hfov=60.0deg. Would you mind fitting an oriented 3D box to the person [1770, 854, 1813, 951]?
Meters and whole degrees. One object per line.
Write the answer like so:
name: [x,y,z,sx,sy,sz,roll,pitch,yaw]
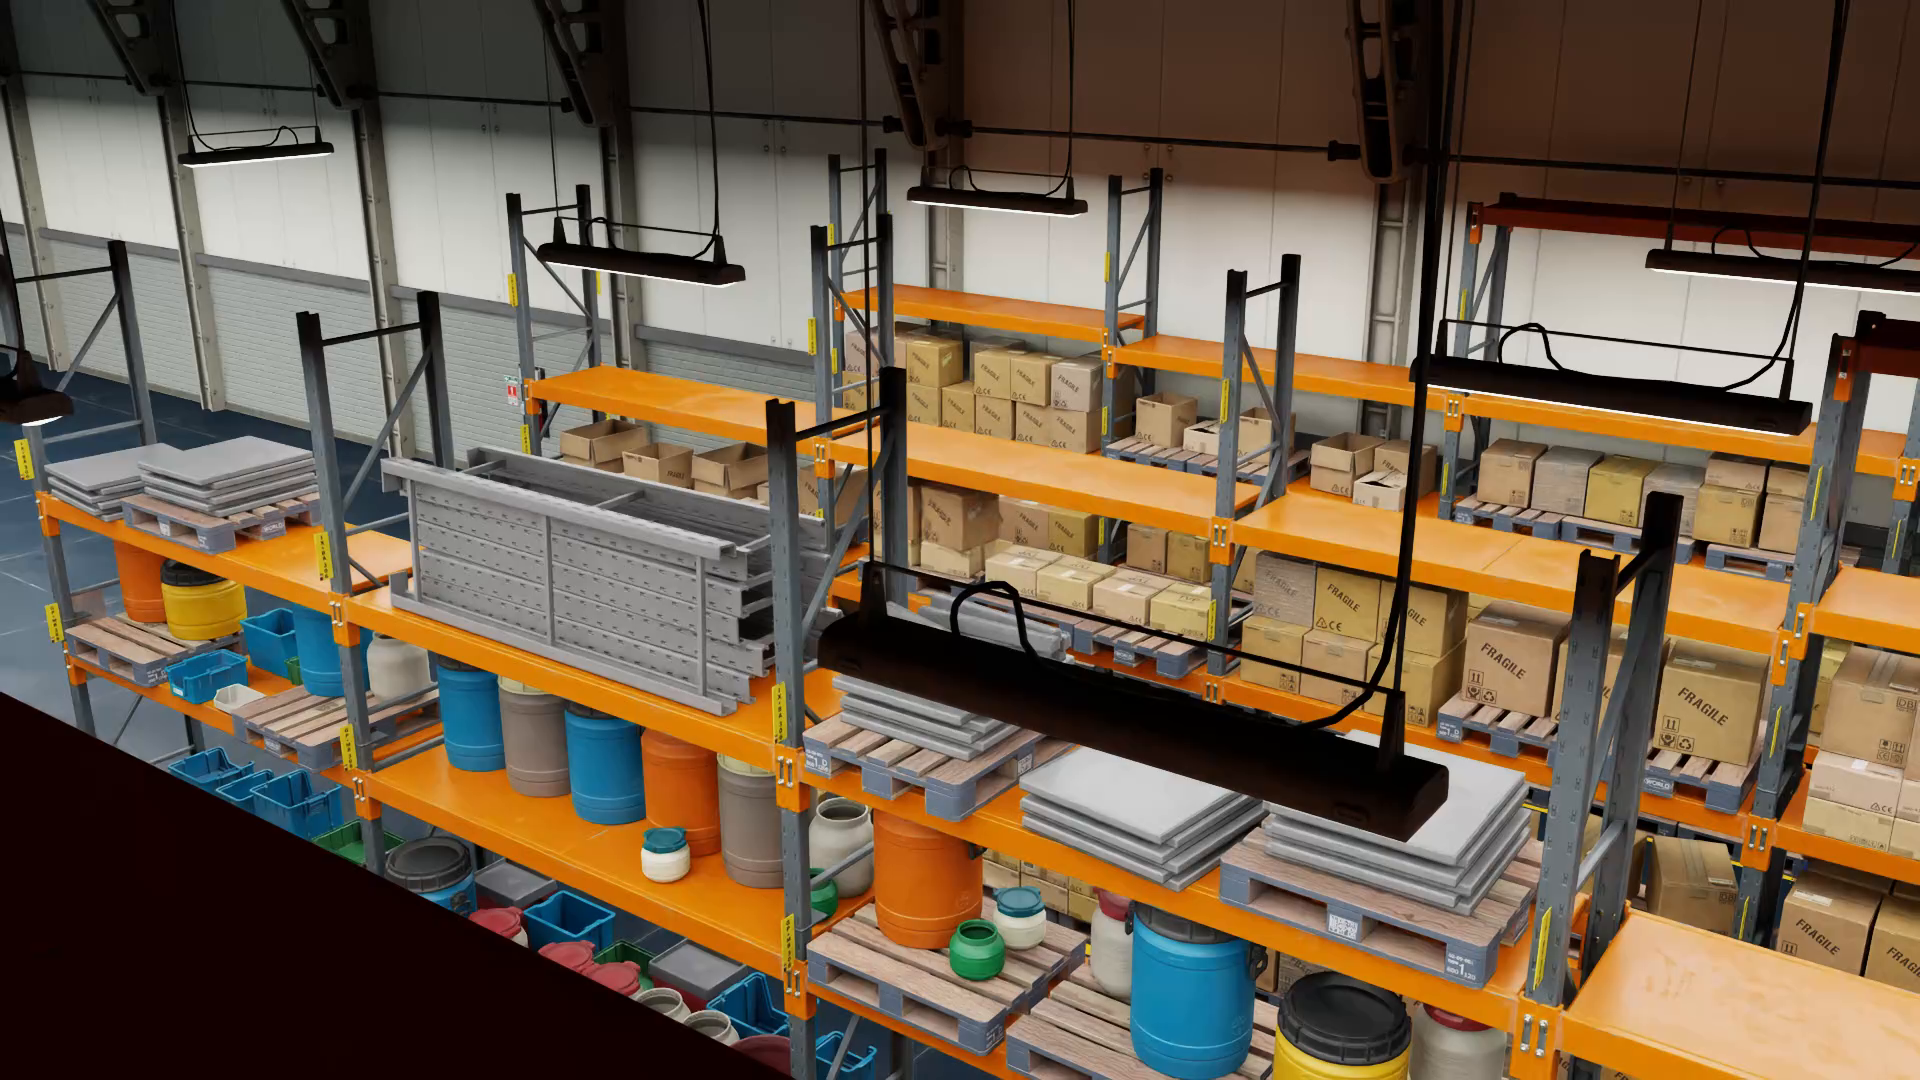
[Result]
person: [6.750,3.082,13.309,1.012,1.580,0.493,12,22,31]
